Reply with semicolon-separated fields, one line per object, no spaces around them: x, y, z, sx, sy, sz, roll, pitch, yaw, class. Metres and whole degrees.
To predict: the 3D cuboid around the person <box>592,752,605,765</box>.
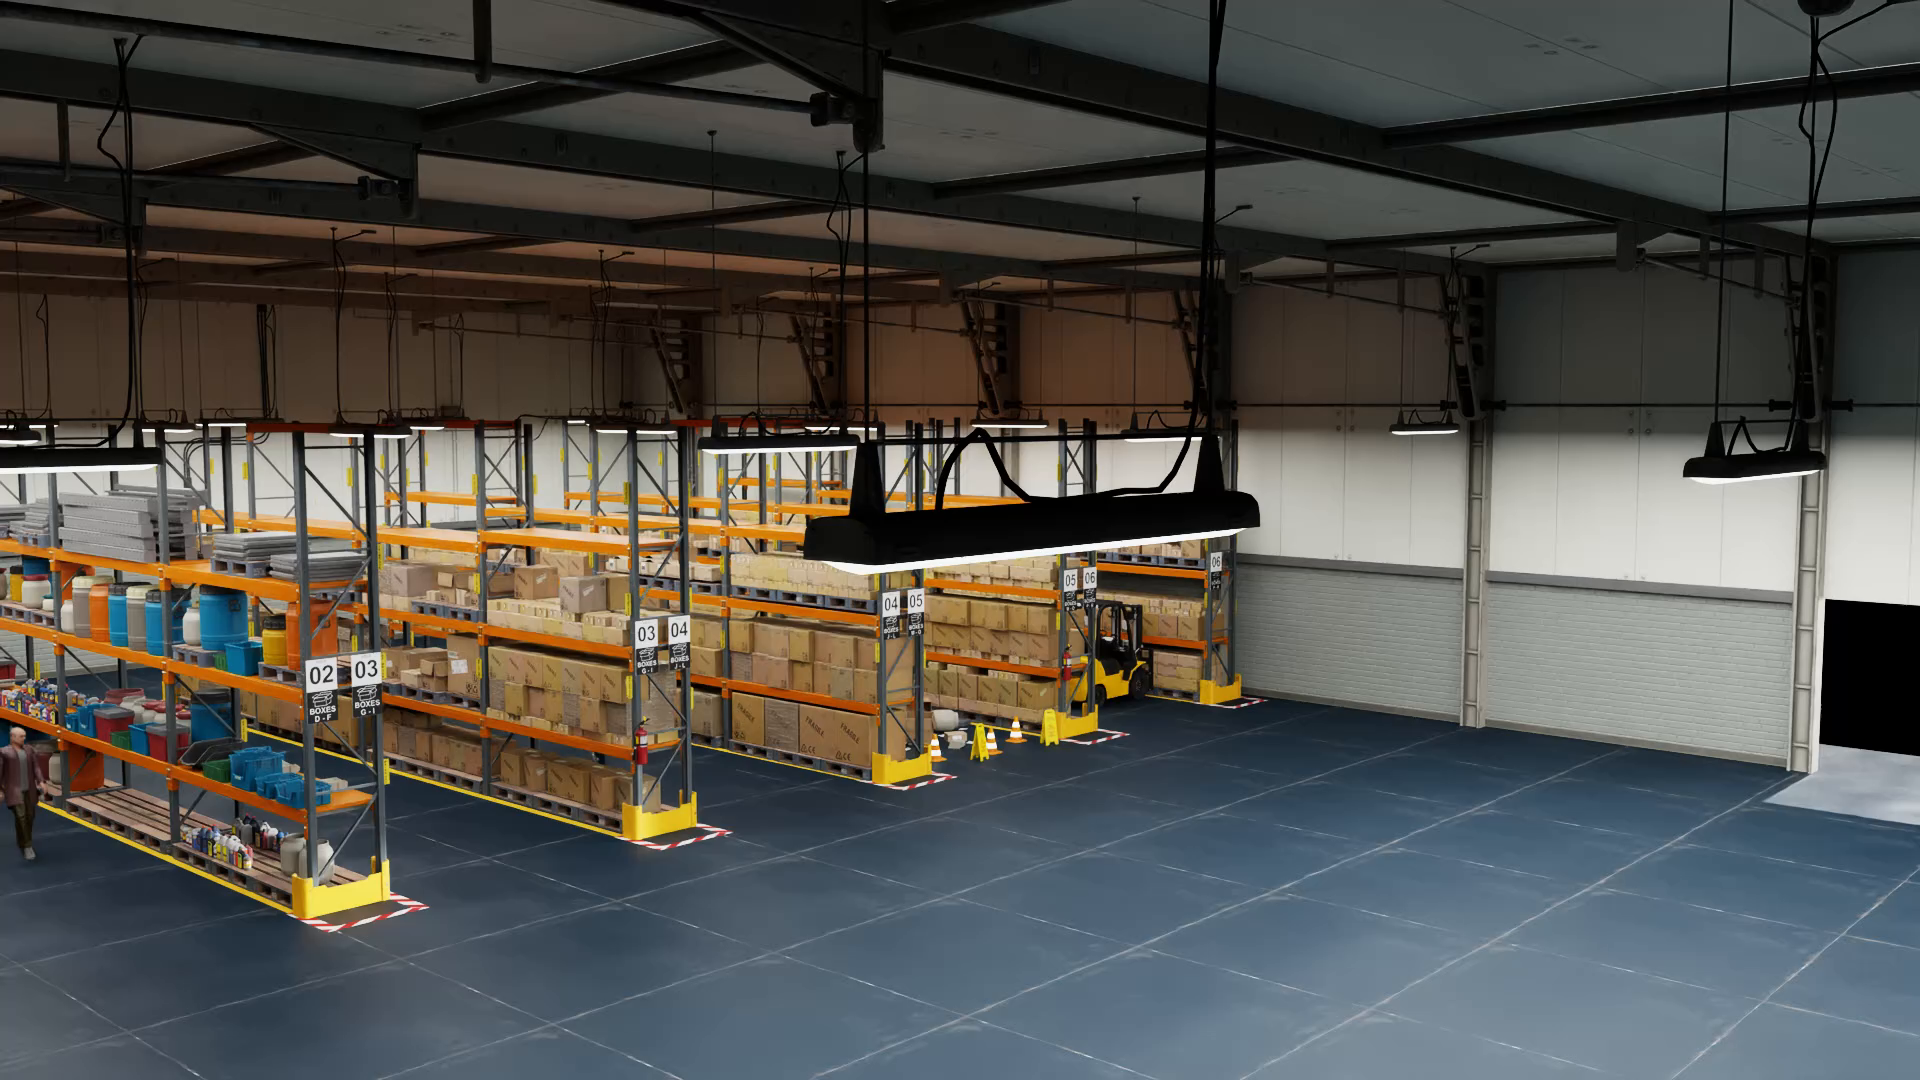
-6.181;3.216;28.664;0.475;1.582;0.498;3;6;34;person

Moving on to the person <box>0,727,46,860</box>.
-13.142;3.548;23.388;0.731;1.804;0.609;2;5;27;person
